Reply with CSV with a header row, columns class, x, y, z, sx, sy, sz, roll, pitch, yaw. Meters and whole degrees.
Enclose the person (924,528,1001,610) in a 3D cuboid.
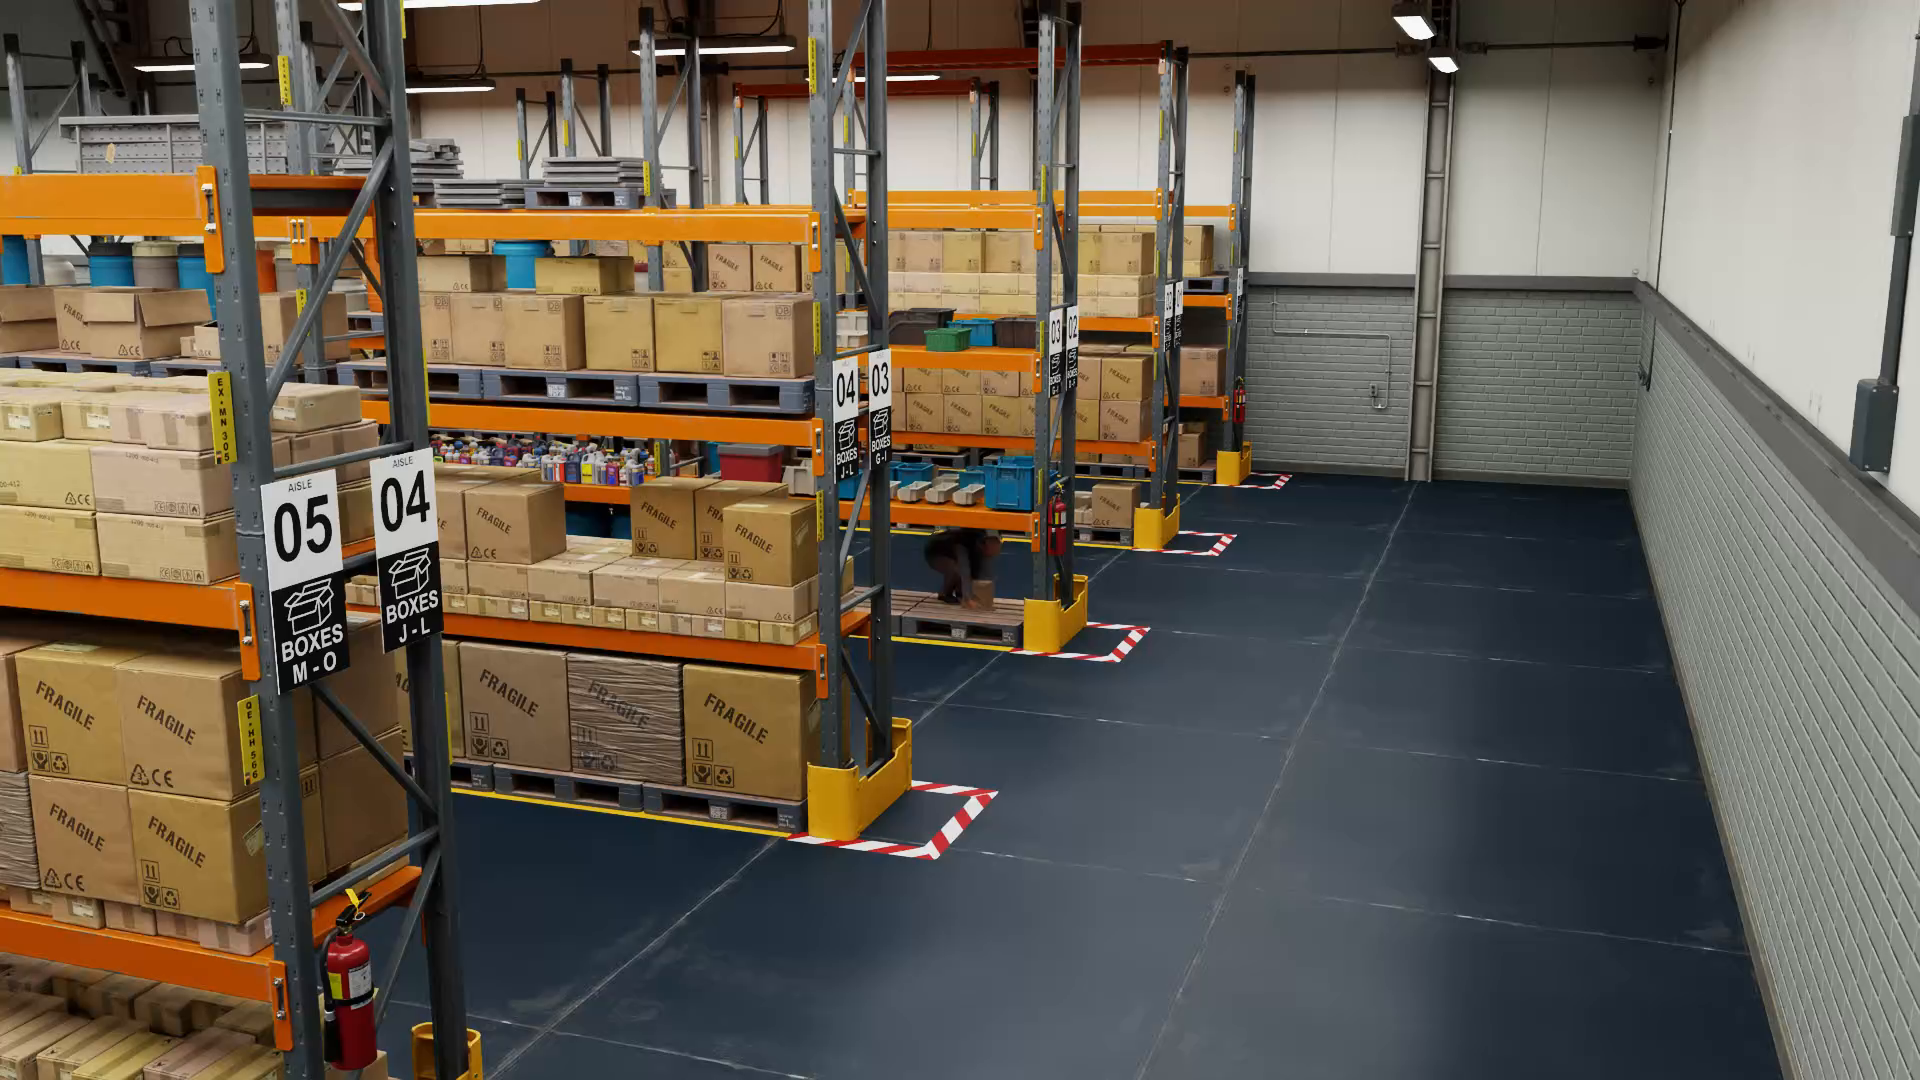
class,x,y,z,sx,sy,sz,roll,pitch,yaw
person,0.051,0.281,16.769,0.502,0.814,0.926,-10,15,-39
